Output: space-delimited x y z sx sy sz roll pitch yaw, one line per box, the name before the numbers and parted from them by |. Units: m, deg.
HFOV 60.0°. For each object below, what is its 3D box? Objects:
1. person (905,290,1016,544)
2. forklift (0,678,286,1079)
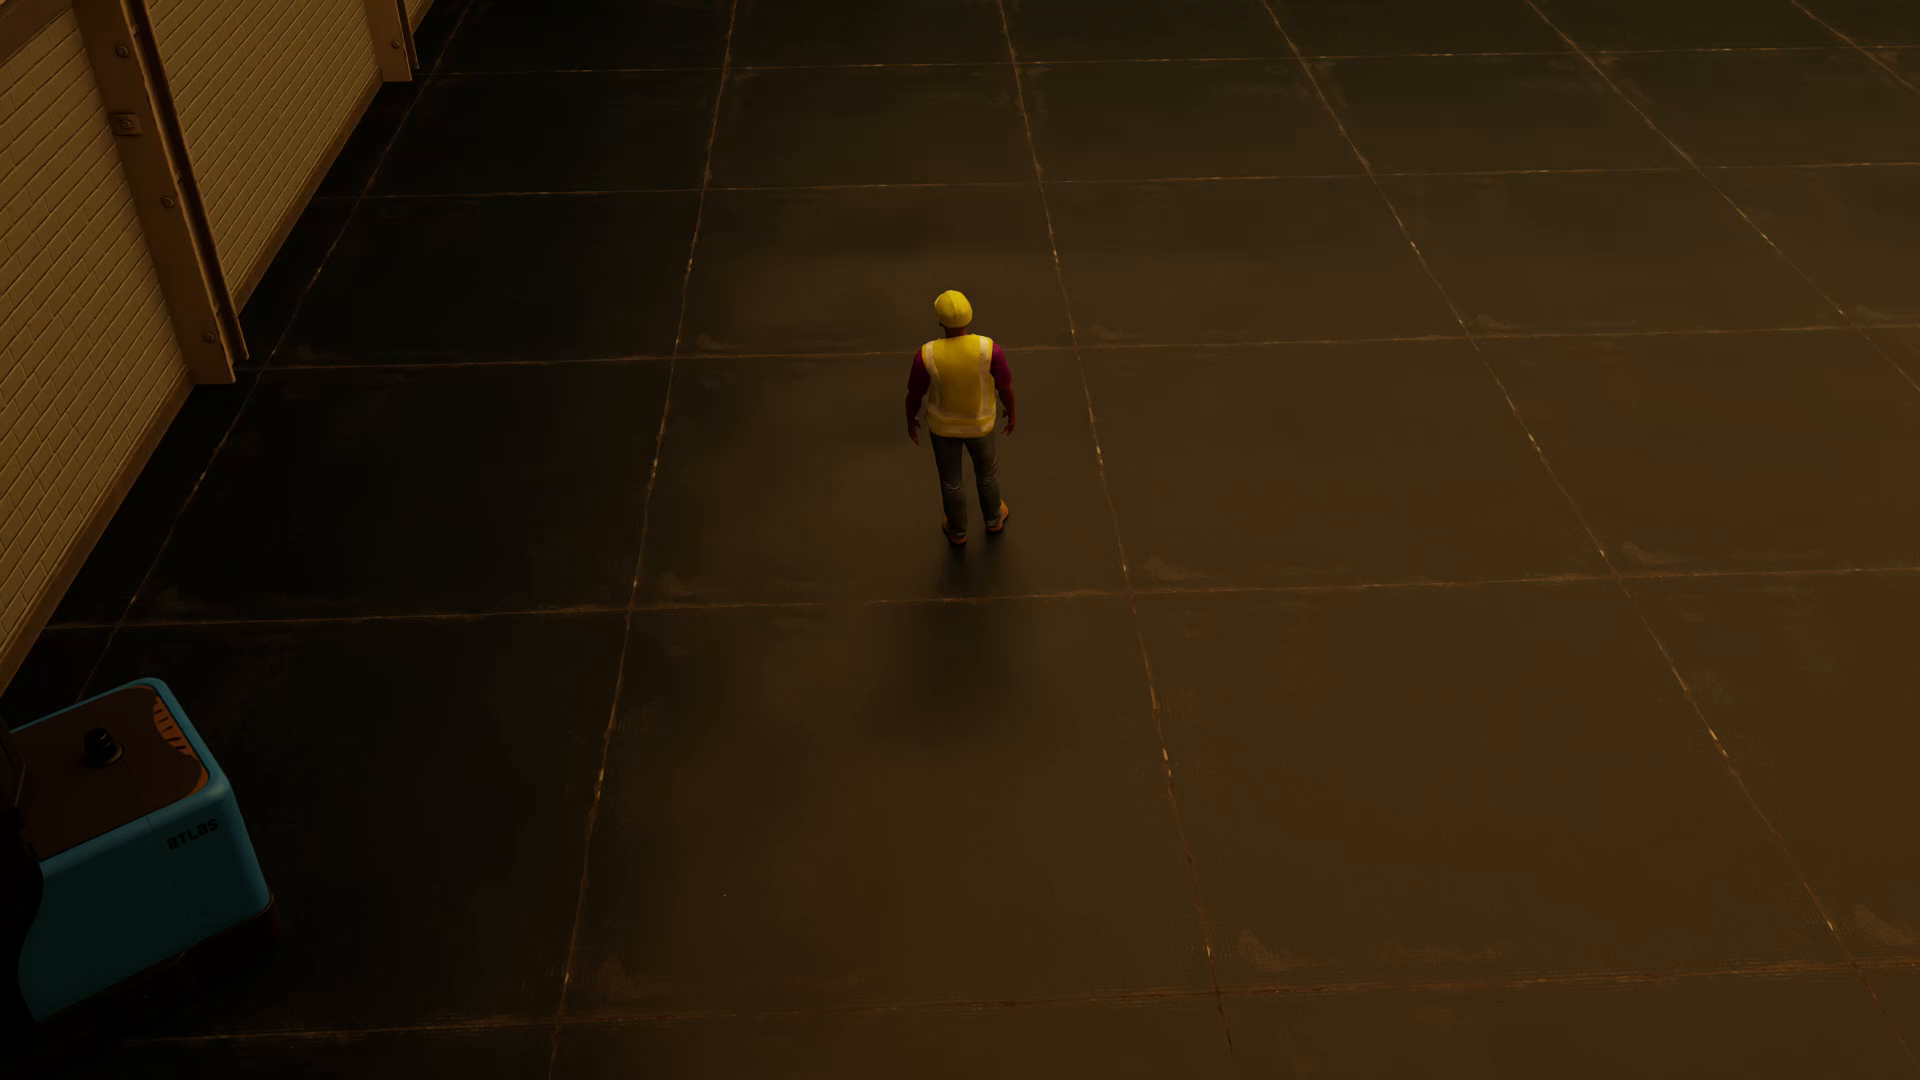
person | 0.003 -0.761 10.032 0.665 1.765 0.577 -2 36 -2
forklift | -4.637 1.072 6.539 3.031 2.935 1.130 -26 43 -31
